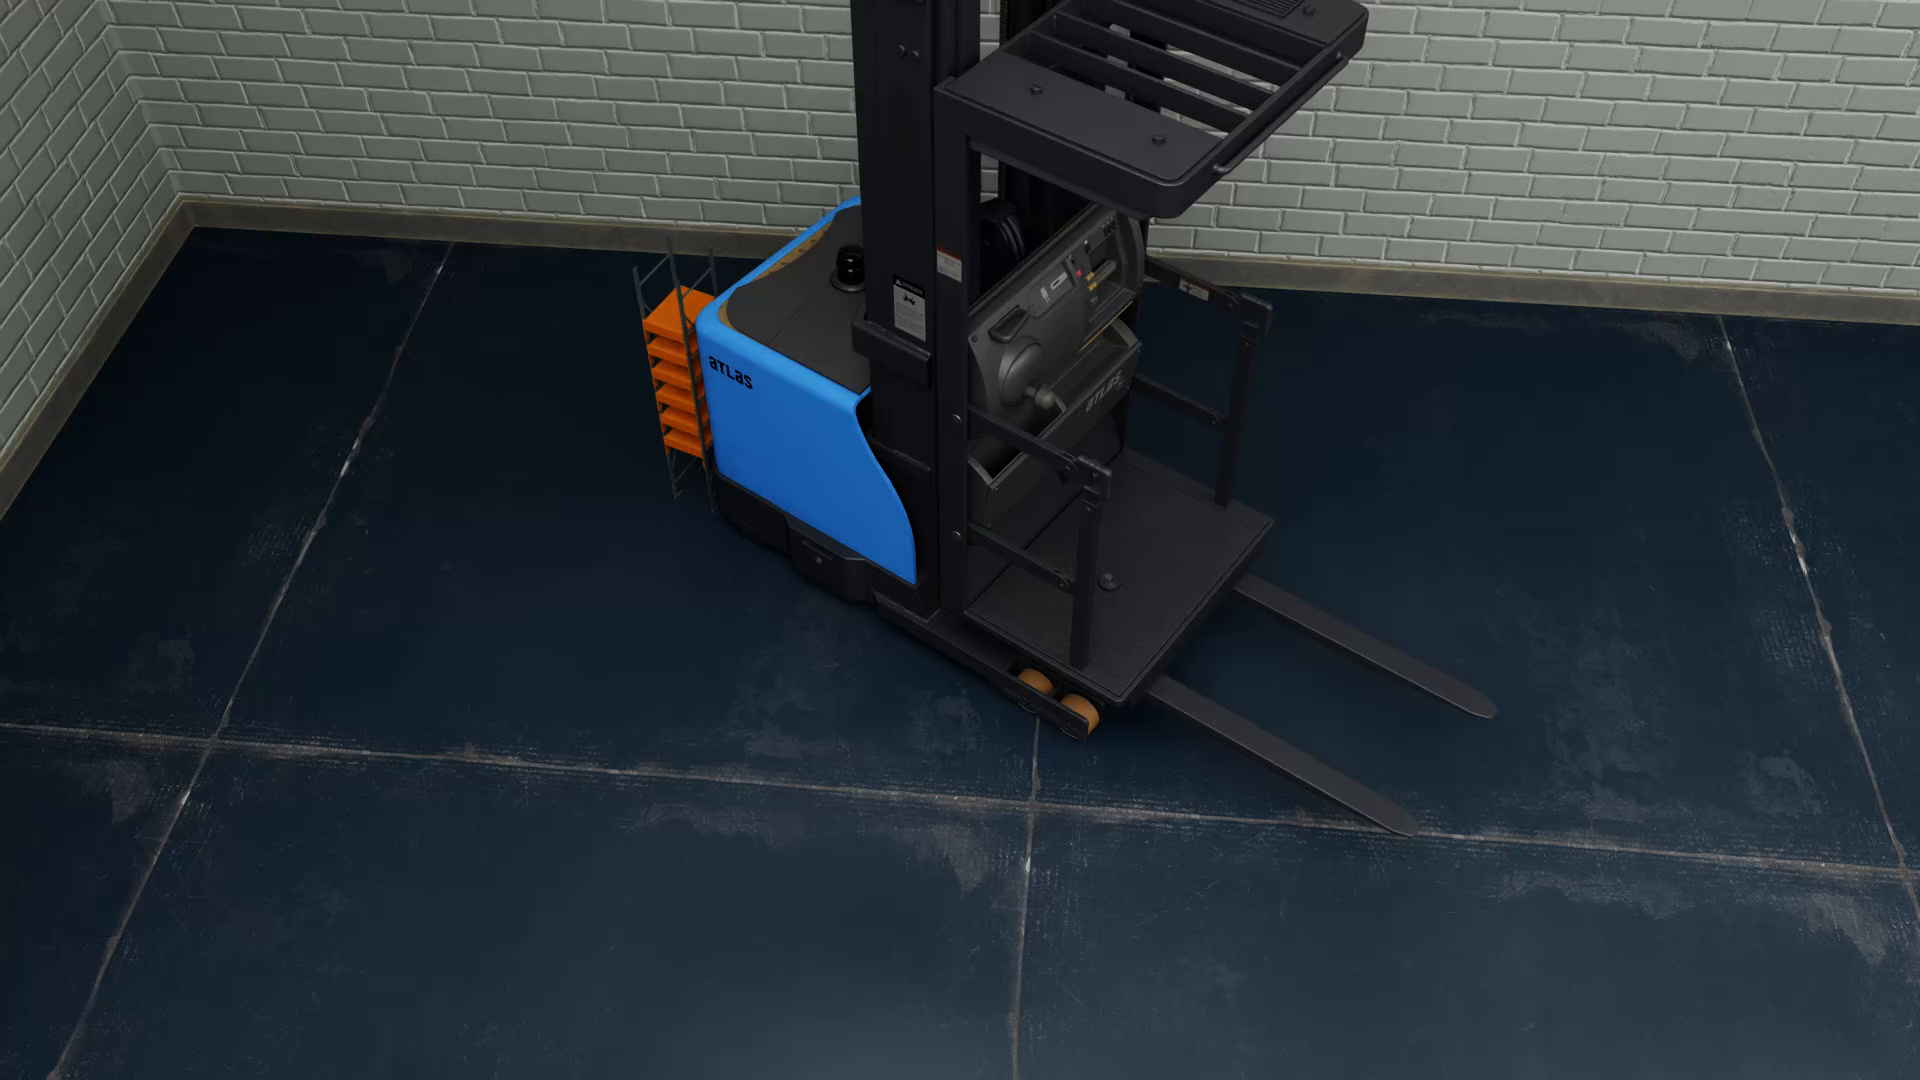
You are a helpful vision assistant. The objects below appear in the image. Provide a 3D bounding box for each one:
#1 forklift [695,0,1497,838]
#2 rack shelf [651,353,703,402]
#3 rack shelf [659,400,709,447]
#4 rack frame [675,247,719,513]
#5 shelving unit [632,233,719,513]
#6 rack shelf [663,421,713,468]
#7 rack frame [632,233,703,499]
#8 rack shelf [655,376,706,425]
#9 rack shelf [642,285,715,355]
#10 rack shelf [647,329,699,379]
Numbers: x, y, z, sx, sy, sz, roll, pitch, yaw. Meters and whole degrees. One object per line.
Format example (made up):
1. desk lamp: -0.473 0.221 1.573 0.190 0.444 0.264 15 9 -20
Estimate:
1. forklift: 0.498 -0.714 5.416 3.031 2.935 1.130 29 54 24
2. rack shelf: -1.049 -0.675 6.452 0.180 0.103 0.258 20 51 17
3. rack shelf: -1.049 -0.513 6.629 0.180 0.103 0.258 20 51 17
4. rack frame: -0.966 -0.594 6.480 0.006 1.200 0.240 20 51 17
5. shelving unit: -1.049 -0.624 6.507 0.189 1.200 0.258 20 51 17
6. rack shelf: -1.049 -0.432 6.717 0.180 0.103 0.258 20 51 17
7. rack frame: -1.131 -0.654 6.535 0.006 1.200 0.240 20 51 17
8. rack shelf: -1.049 -0.594 6.540 0.180 0.103 0.258 20 51 17
9. rack shelf: -1.049 -0.837 6.275 0.180 0.103 0.258 20 51 17
10. rack shelf: -1.049 -0.756 6.363 0.180 0.103 0.258 20 51 17
